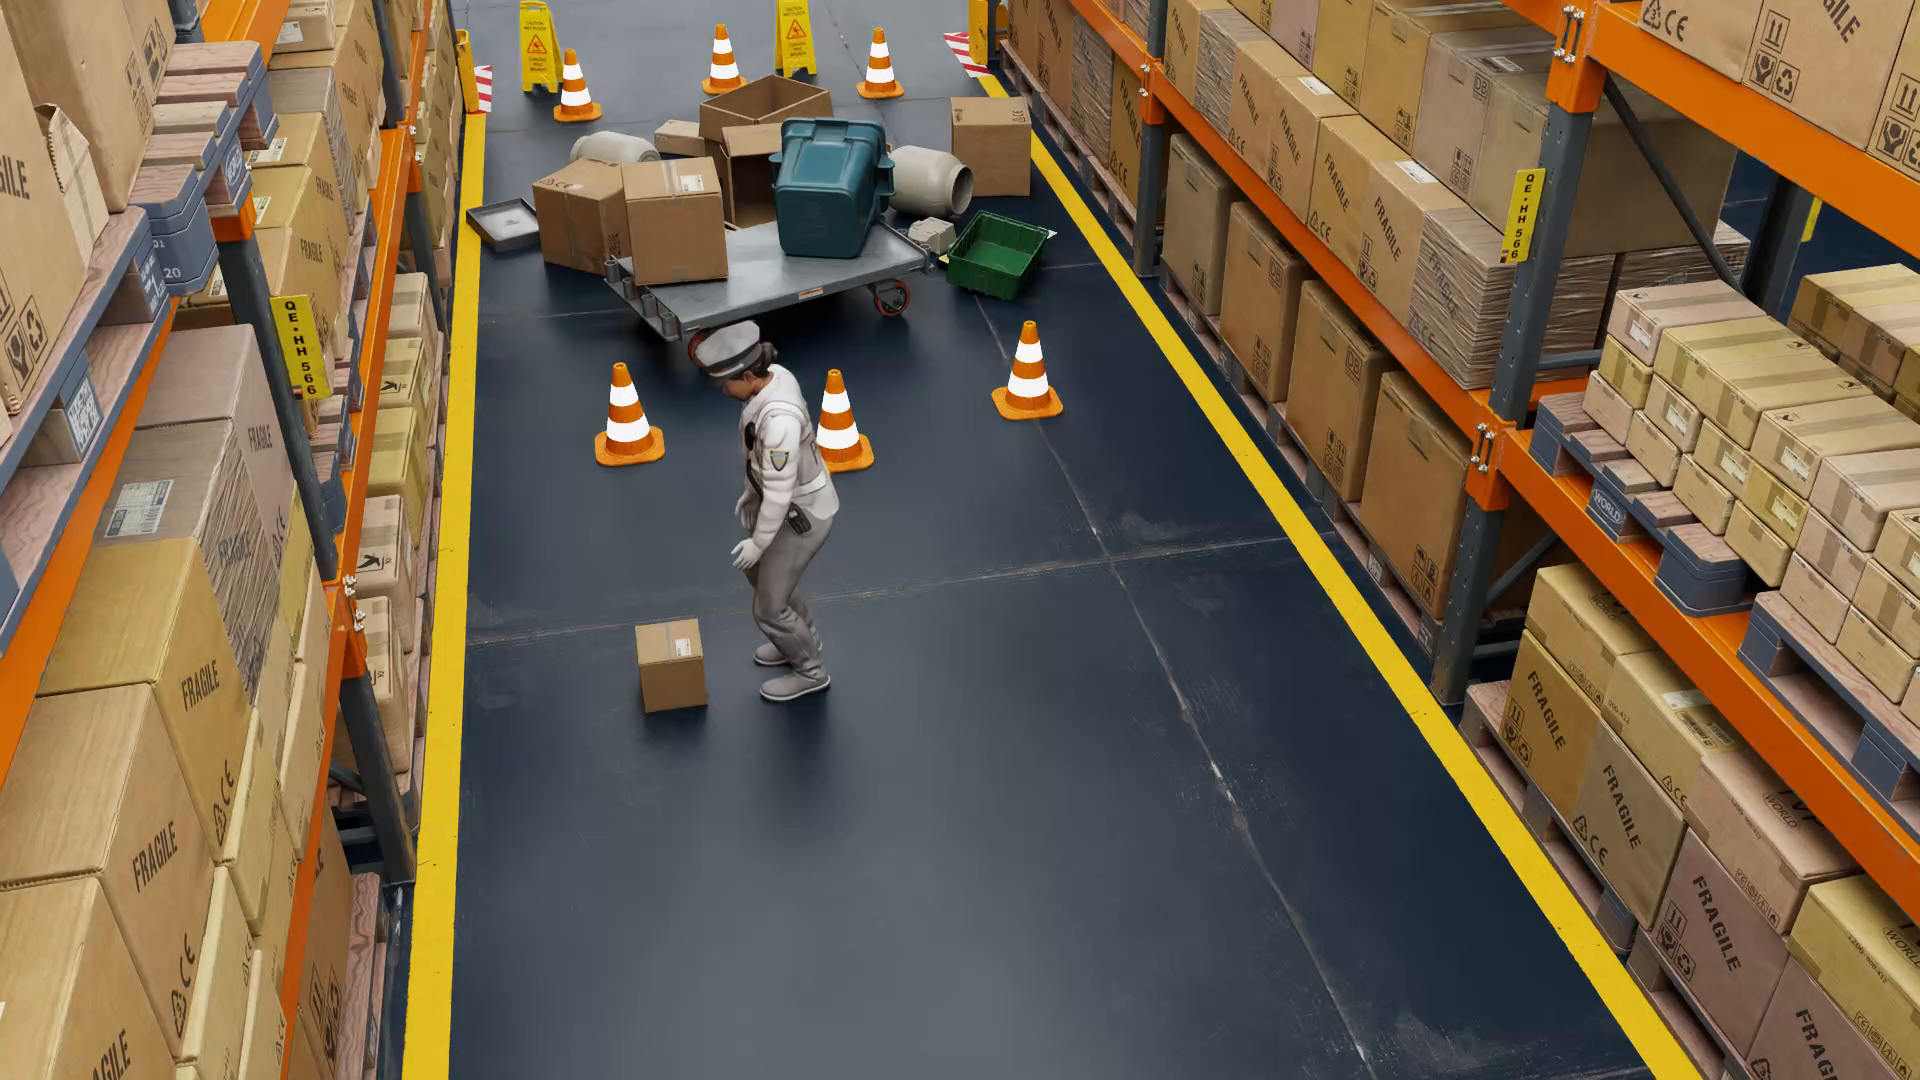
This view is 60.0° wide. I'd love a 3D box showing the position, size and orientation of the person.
[{"bbox_3d":[-0.703,-0.091,6.339,0.485,1.604,0.508,-6,35,-9],"label":"person"}]
